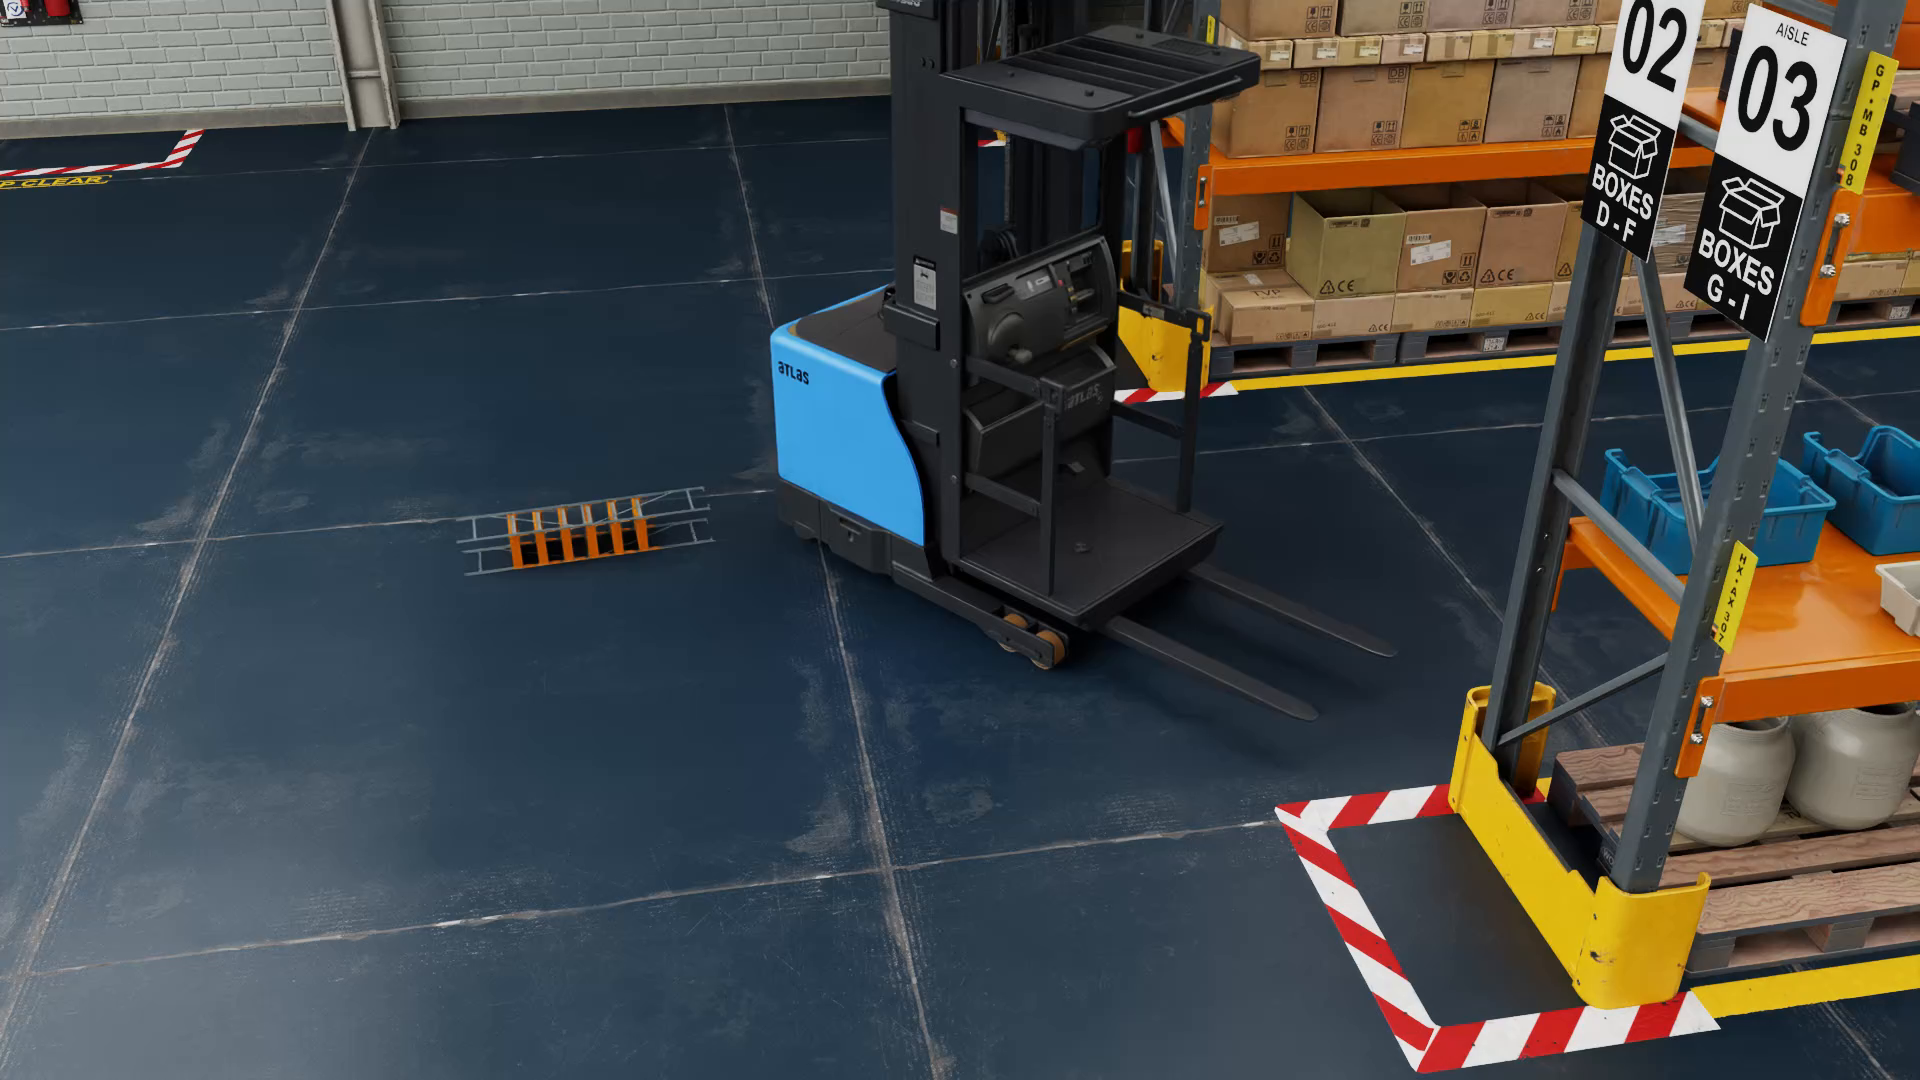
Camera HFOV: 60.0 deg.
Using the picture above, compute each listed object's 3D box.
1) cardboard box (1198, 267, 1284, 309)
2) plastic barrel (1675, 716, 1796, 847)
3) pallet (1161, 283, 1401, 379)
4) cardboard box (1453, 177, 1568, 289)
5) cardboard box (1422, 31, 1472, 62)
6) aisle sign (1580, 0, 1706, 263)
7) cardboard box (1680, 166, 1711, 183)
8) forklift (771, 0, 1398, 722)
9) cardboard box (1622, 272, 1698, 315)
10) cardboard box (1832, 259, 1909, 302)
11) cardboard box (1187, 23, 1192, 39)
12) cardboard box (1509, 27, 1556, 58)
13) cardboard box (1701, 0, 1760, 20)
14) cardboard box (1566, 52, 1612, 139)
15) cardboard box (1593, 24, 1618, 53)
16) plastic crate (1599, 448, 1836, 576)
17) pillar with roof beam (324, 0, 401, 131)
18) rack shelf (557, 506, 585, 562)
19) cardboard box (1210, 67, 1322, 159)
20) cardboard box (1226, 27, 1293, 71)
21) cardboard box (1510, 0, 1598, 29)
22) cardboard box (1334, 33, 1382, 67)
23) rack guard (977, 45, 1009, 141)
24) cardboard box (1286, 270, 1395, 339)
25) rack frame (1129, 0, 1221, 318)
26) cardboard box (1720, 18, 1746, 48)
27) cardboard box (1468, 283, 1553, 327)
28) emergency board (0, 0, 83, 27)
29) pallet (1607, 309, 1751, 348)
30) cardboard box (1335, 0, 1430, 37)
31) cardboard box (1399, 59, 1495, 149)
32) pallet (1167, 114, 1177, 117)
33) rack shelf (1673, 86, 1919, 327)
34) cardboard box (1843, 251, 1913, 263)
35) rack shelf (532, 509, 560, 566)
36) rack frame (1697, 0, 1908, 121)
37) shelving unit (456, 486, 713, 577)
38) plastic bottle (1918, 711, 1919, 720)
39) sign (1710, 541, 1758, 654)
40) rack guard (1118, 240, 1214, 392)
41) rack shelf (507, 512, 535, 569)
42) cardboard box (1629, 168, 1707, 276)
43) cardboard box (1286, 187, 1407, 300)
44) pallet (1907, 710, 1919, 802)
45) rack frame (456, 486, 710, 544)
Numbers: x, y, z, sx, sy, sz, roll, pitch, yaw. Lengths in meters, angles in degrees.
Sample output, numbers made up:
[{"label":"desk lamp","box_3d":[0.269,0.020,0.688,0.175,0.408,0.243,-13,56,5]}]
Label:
[{"label":"cardboard box","box_3d":[1.694,-1.652,10.399,0.500,0.250,0.500,-5,31,-9]},{"label":"plastic barrel","box_3d":[2.742,0.803,5.965,0.421,0.512,0.421,0,30,0]},{"label":"pallet","box_3d":[1.965,-1.349,10.336,1.213,0.211,1.003,-5,31,-9]},{"label":"cardboard box","box_3d":[3.263,-1.853,10.000,0.500,0.500,0.500,-5,31,-9]},{"label":"cardboard box","box_3d":[2.660,-2.806,9.325,0.250,0.149,0.380,-6,31,-11]},{"label":"aisle sign","box_3d":[1.984,-1.252,4.856,0.004,0.787,0.394,-5,31,-9]},{"label":"cardboard box","box_3d":[4.642,-2.258,10.690,0.500,0.500,0.500,-5,31,-9]},{"label":"forklift","box_3d":[0.512,-0.998,7.056,3.031,2.935,1.130,25,39,36]},{"label":"cardboard box","box_3d":[4.244,-1.629,10.360,0.500,0.250,0.500,-5,31,-9]},{"label":"cardboard box","box_3d":[5.596,-1.734,10.539,0.500,0.250,0.500,-6,31,-10]},{"label":"cardboard box","box_3d":[2.312,-4.154,14.388,0.500,0.500,0.700,-7,31,-12]},{"label":"cardboard box","box_3d":[3.157,-2.851,9.401,0.250,0.149,0.380,-5,31,-8]},{"label":"cardboard box","box_3d":[4.222,-3.337,9.588,0.500,0.500,0.700,-5,31,-9]},{"label":"cardboard box","box_3d":[3.707,-2.730,9.834,0.500,0.500,0.700,-5,31,-8]},{"label":"cardboard box","box_3d":[3.676,-2.901,9.486,0.250,0.149,0.380,-4,31,-7]},{"label":"plastic crate","box_3d":[2.547,-0.121,5.643,0.616,0.251,0.499,-5,31,-9]},{"label":"pillar with roof beam","box_3d":[-4.270,-5.317,8.414,0.400,9.000,9.100,-5,31,-9]},{"label":"rack shelf","box_3d":[-1.904,-0.036,8.120,0.103,0.180,0.258,-8,31,-14]},{"label":"cardboard box","box_3d":[1.681,-2.540,9.511,0.500,0.500,0.700,-5,31,-9]},{"label":"cardboard box","box_3d":[1.645,-2.711,9.163,0.250,0.149,0.380,-6,31,-9]},{"label":"cardboard box","box_3d":[3.238,-3.247,9.434,0.500,0.500,0.700,-5,31,-9]},{"label":"cardboard box","box_3d":[2.150,-2.759,9.244,0.250,0.149,0.380,-5,31,-9]},{"label":"rack guard","box_3d":[0.399,-3.859,14.320,0.348,0.500,1.175,-5,31,-9]},{"label":"cardboard box","box_3d":[2.279,-1.442,10.041,0.500,0.250,0.500,-5,31,-9]},{"label":"rack frame","box_3d":[1.220,-2.460,9.475,0.127,3.000,1.000,-5,31,-9]},{"label":"cardboard box","box_3d":[4.425,-2.970,9.603,0.250,0.149,0.380,-6,31,-10]},{"label":"cardboard box","box_3d":[3.263,-1.530,10.191,0.500,0.250,0.500,-5,31,-9]},{"label":"emergency board","box_3d":[-7.483,-4.671,13.234,0.643,1.169,0.194,-5,31,-9]},{"label":"pallet","box_3d":[4.365,-1.572,10.715,1.213,0.211,1.003,-5,31,-9]},{"label":"cardboard box","box_3d":[2.250,-3.154,9.277,0.500,0.500,0.700,-6,31,-10]},{"label":"cardboard box","box_3d":[2.687,-2.632,9.669,0.500,0.500,0.700,-5,31,-9]},{"label":"pallet","box_3d":[1.204,-3.791,14.489,1.213,0.211,1.003,-5,31,-9]},{"label":"rack shelf","box_3d":[4.076,-1.156,5.007,4.000,0.370,1.077,-5,31,-9]},{"label":"cardboard box","box_3d":[5.606,-1.976,10.397,0.500,0.311,0.500,-5,31,-9]},{"label":"rack shelf","box_3d":[-2.019,-0.020,8.092,0.103,0.180,0.258,-8,31,-14]},{"label":"rack frame","box_3d":[2.108,-2.576,3.753,0.127,3.000,1.000,-5,31,-9]},{"label":"shelving unit","box_3d":[-1.831,-0.047,8.138,1.200,0.189,0.258,-8,31,-14]},{"label":"plastic bottle","box_3d":[3.836,0.640,6.529,0.097,0.201,0.097,0,30,0]},{"label":"sign","box_3d":[2.203,0.165,4.737,0.005,0.325,0.100,-5,31,-9]},{"label":"rack guard","box_3d":[1.196,-1.381,10.105,0.348,0.500,1.175,-5,31,-9]},{"label":"rack shelf","box_3d":[-2.135,-0.003,8.064,0.103,0.180,0.258,-8,31,-14]},{"label":"cardboard box","box_3d":[4.244,-1.953,10.171,0.500,0.500,0.500,-5,31,-9]},{"label":"cardboard box","box_3d":[2.279,-1.764,9.849,0.500,0.500,0.500,-5,31,-9]},{"label":"pallet","box_3d":[4.172,1.000,6.341,1.213,0.211,1.003,-5,31,-9]},{"label":"rack frame","box_3d":[-1.831,-0.126,8.092,1.200,0.006,0.240,-8,31,-14]}]
